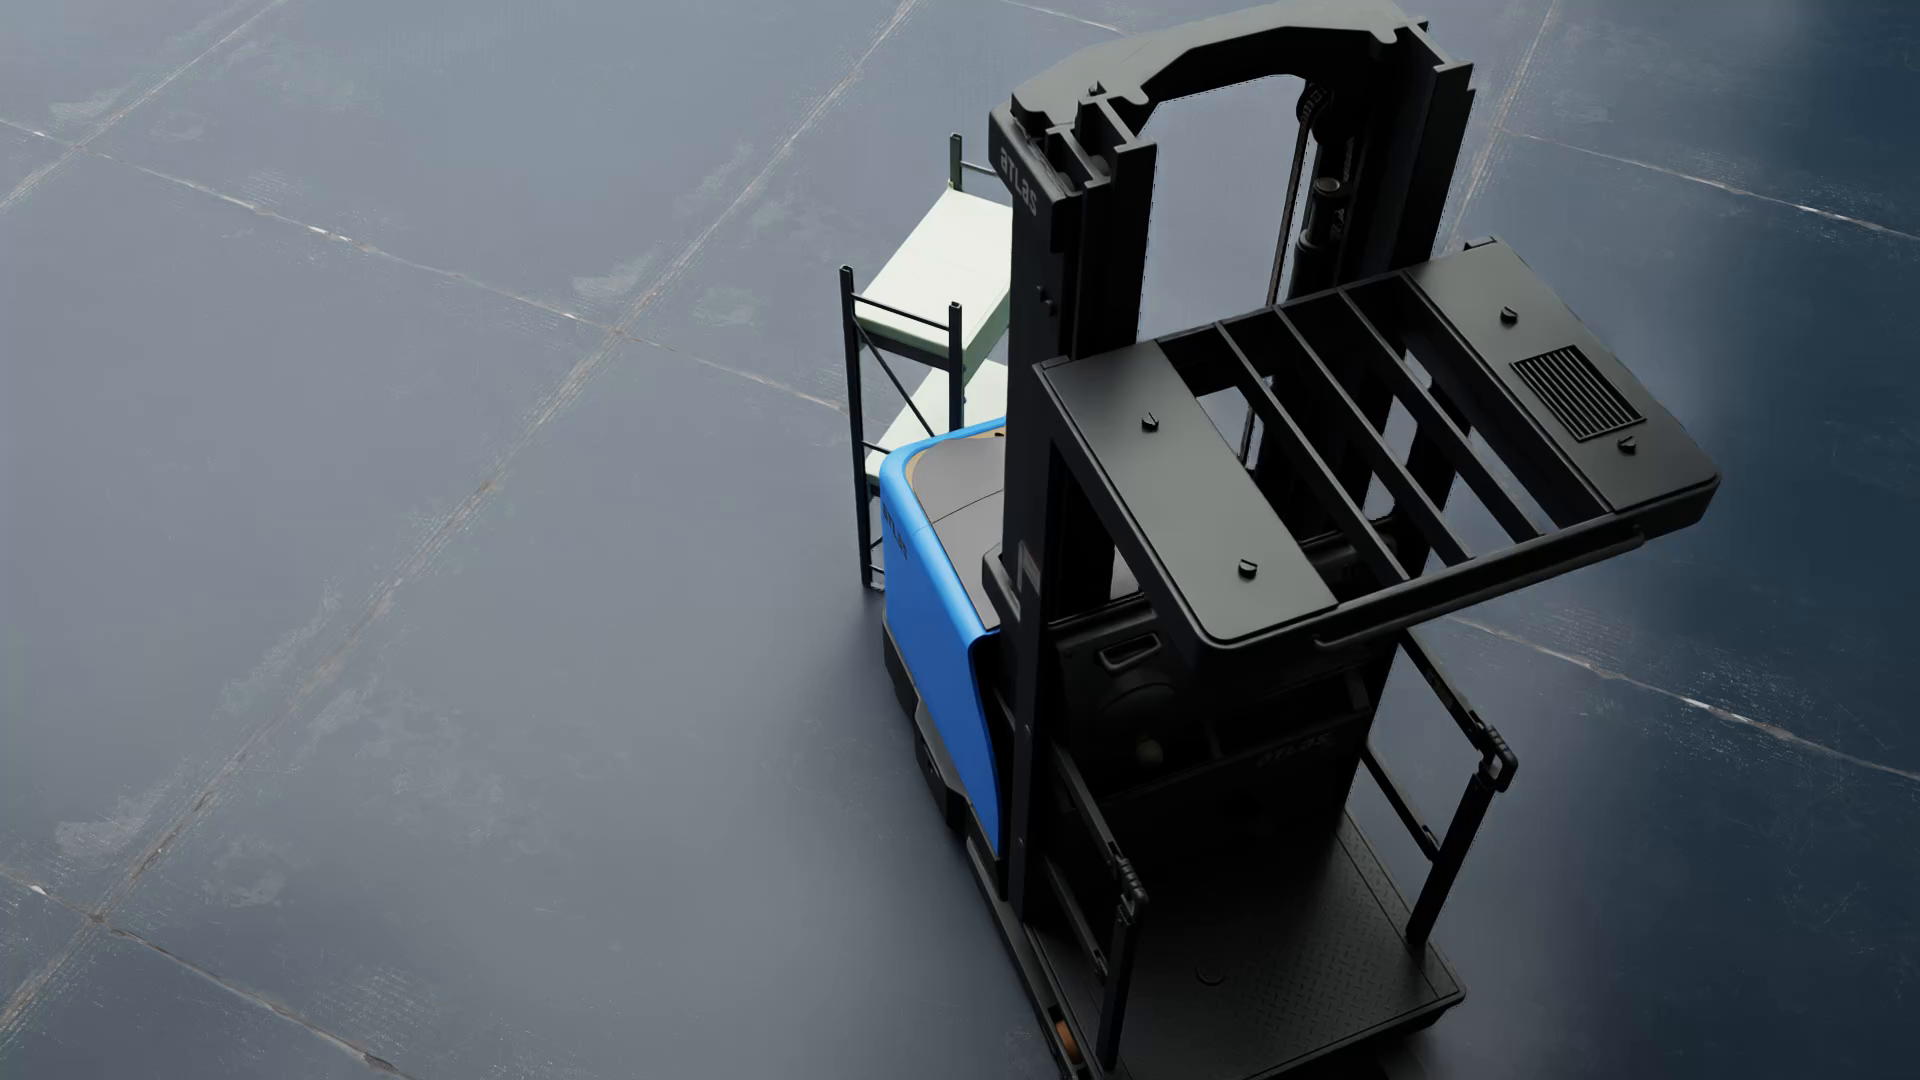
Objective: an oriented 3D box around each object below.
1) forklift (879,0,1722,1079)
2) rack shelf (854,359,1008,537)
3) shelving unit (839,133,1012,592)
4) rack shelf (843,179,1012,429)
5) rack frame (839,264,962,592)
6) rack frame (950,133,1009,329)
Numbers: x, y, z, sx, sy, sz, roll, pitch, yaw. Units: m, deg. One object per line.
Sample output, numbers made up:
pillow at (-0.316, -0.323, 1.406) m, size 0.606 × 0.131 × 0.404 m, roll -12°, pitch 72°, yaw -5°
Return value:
forklift at (0.757, 0.382, 4.000) m, size 1.130 × 2.935 × 3.031 m, roll -17°, pitch 52°, yaw -14°
rack shelf at (-0.013, -0.303, 5.951) m, size 0.431 × 0.370 × 0.720 m, roll 21°, pitch 53°, yaw 17°
shelving unit at (-0.013, -0.515, 5.703) m, size 0.431 × 1.500 × 0.755 m, roll 21°, pitch 53°, yaw 17°
rack shelf at (-0.013, -0.768, 5.406) m, size 0.431 × 0.370 × 0.720 m, roll 21°, pitch 53°, yaw 17°
rack frame at (-0.177, -0.265, 5.491) m, size 0.400 × 1.500 × 0.023 m, roll 21°, pitch 53°, yaw 17°
rack frame at (0.150, -0.764, 5.915) m, size 0.400 × 1.500 × 0.023 m, roll 21°, pitch 53°, yaw 17°
